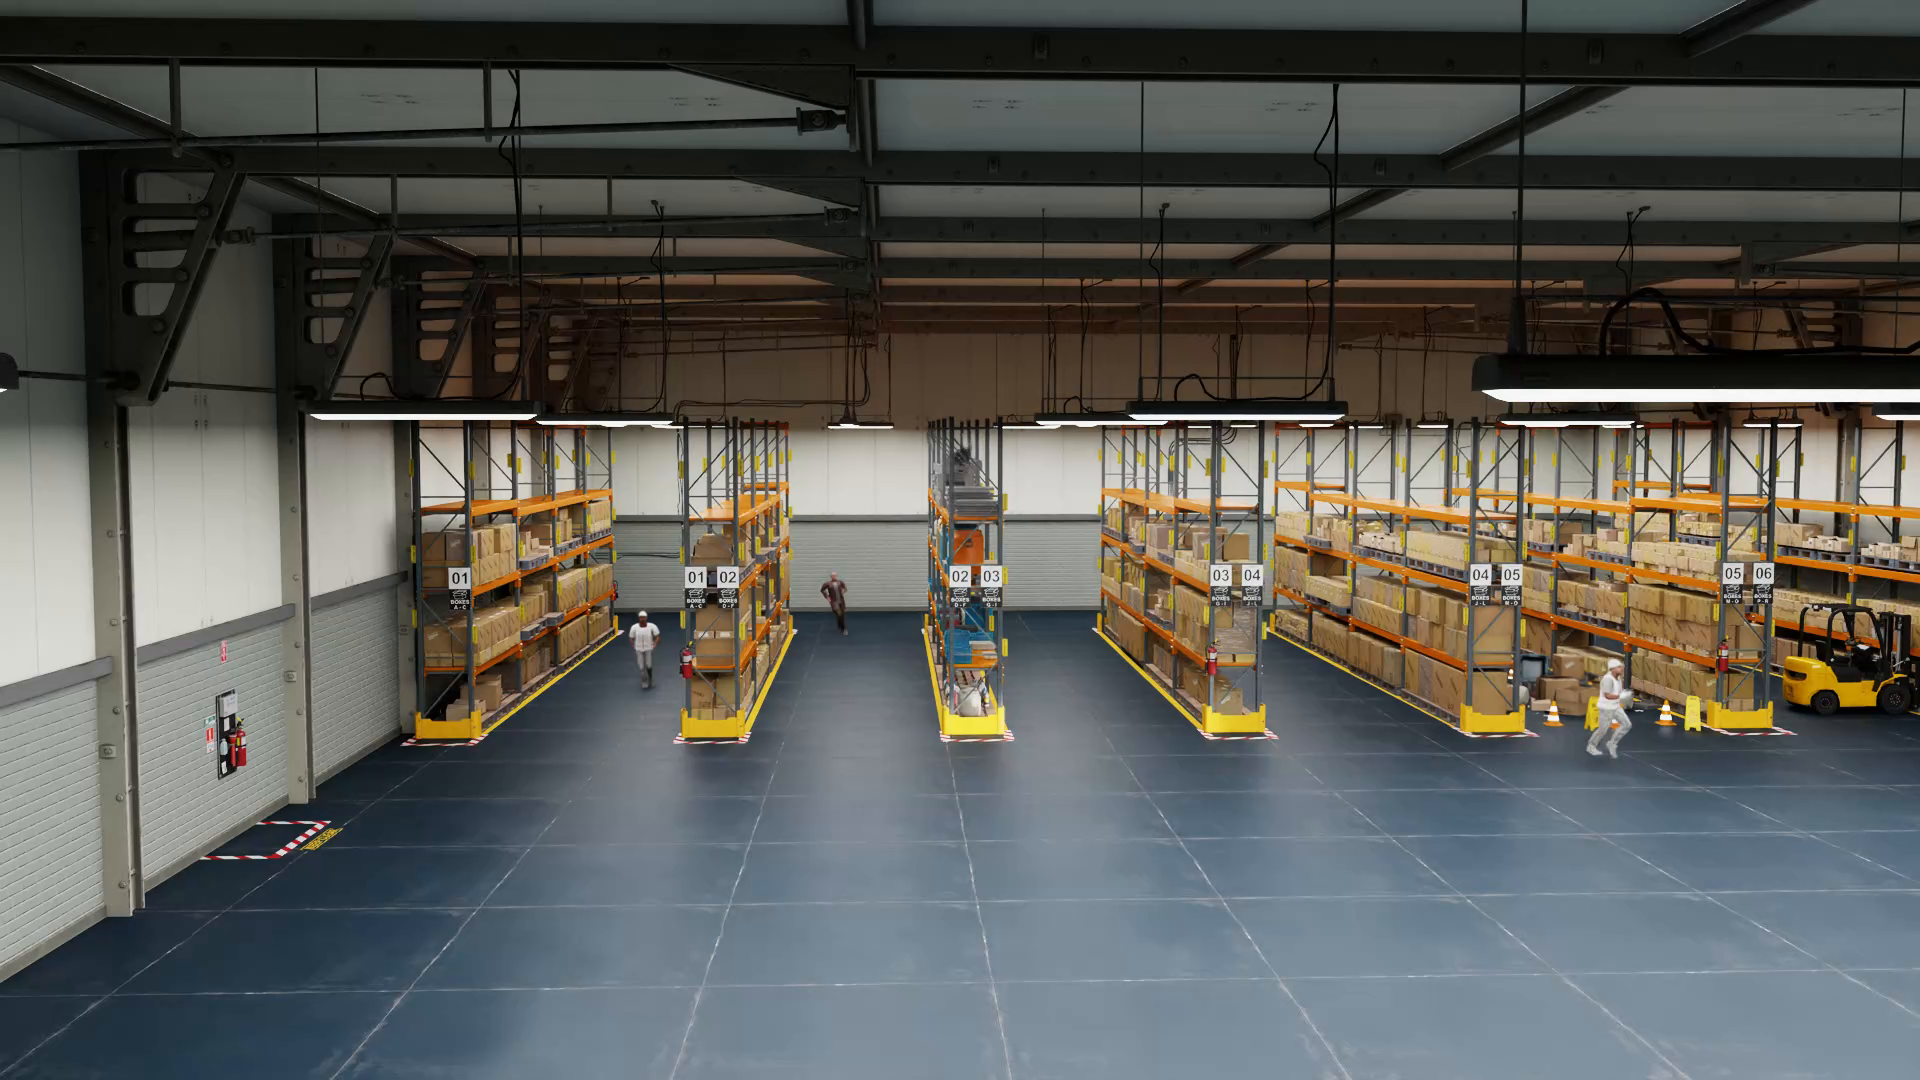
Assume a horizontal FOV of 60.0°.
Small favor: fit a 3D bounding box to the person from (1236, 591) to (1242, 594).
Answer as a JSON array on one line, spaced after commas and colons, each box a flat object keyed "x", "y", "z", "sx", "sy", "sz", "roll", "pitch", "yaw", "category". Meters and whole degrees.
[{"x": 7.801, "y": 1.776, "z": 47.401, "sx": 0.720, "sy": 1.706, "sz": 0.583, "roll": 2, "pitch": 4, "yaw": 25, "category": "person"}]

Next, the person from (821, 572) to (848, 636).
[{"x": -3.521, "y": 1.800, "z": 46.928, "sx": 0.709, "sy": 1.790, "sz": 0.839, "roll": -2, "pitch": 4, "yaw": -28, "category": "person"}]

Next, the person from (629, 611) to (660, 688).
[{"x": -7.027, "y": 2.444, "z": 36.967, "sx": 0.674, "sy": 1.719, "sz": 0.569, "roll": 0, "pitch": 4, "yaw": -4, "category": "person"}]

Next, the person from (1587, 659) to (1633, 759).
[{"x": 11.345, "y": 2.937, "z": 28.994, "sx": 0.813, "sy": 1.752, "sz": 0.718, "roll": 3, "pitch": 5, "yaw": 43, "category": "person"}]
